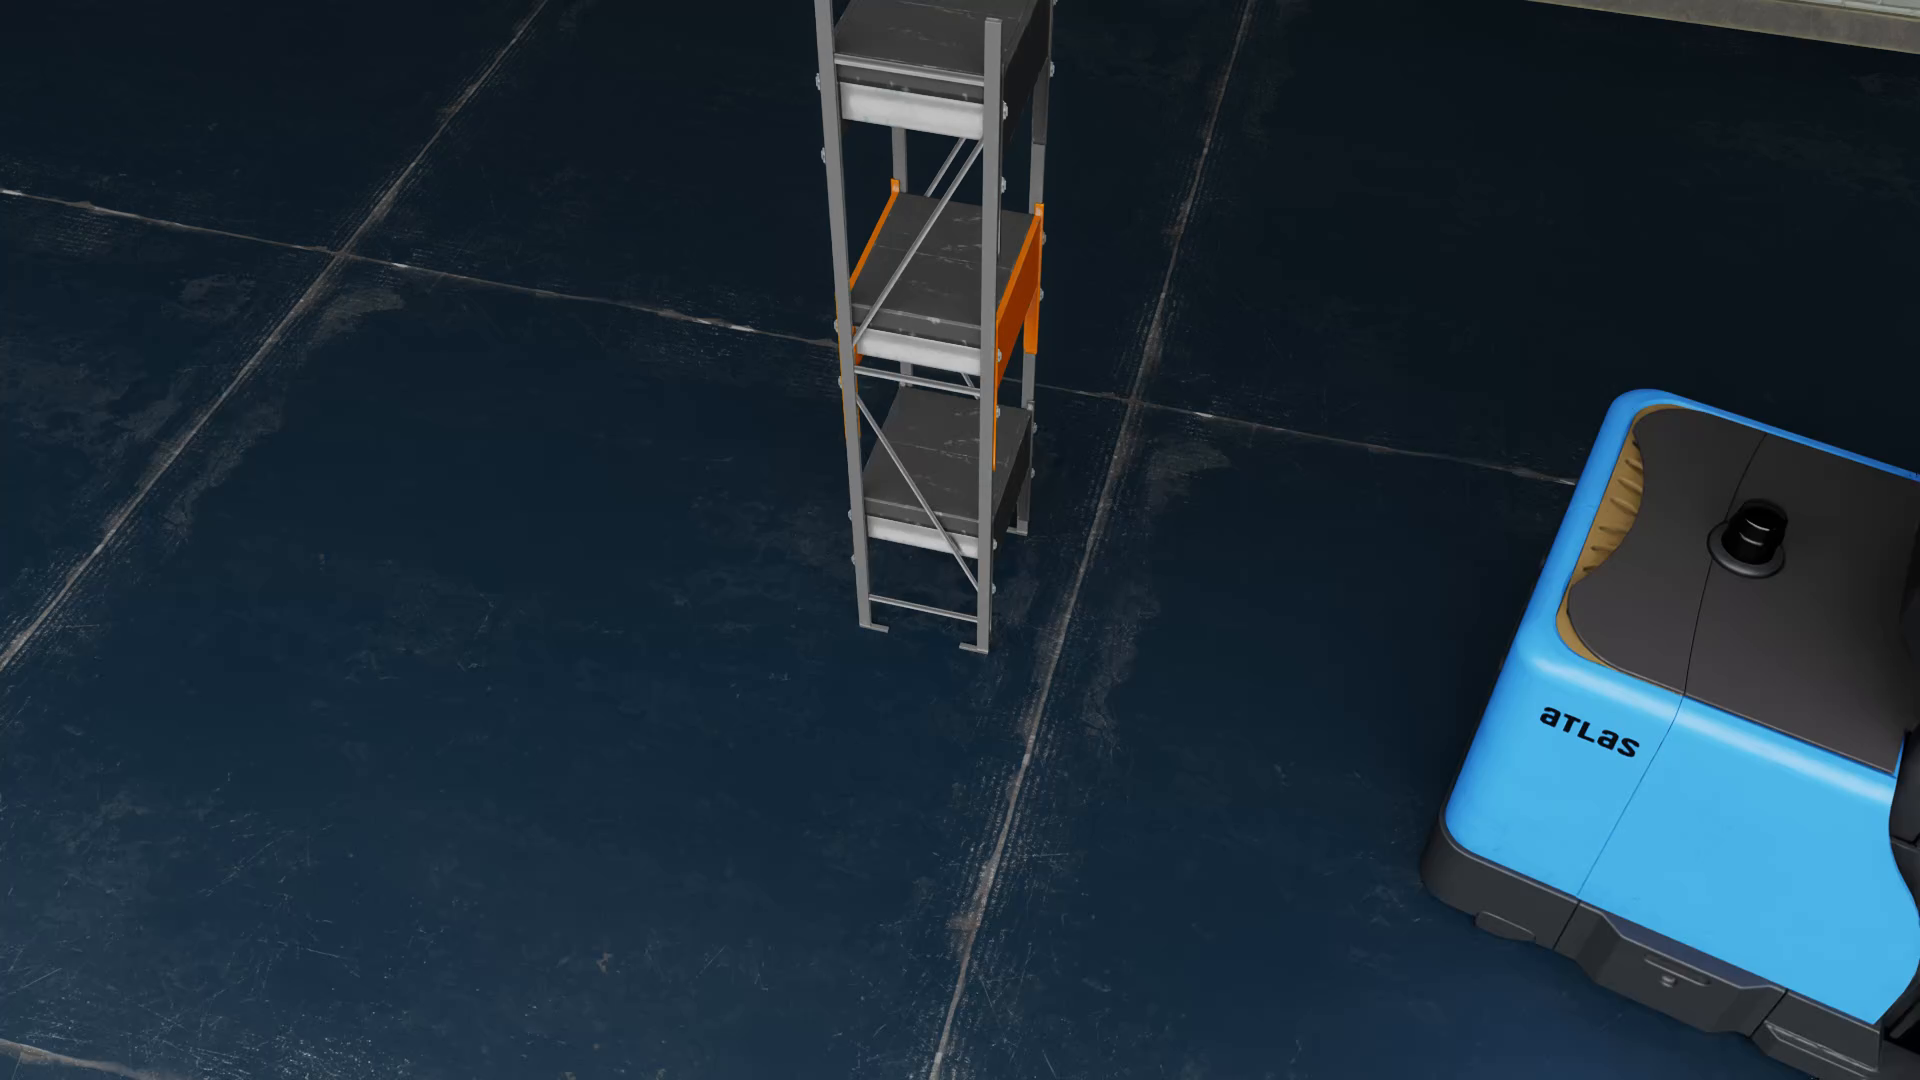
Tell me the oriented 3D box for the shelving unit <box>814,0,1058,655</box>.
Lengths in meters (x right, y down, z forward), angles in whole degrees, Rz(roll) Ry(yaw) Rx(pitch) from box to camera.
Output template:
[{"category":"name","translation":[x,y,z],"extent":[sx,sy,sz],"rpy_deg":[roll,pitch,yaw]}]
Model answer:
[{"category":"shelving unit","translation":[-0.044,-0.575,4.357],"extent":[0.431,2.100,0.503],"rpy_deg":[12,50,10]}]

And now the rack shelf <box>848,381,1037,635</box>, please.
[{"category":"rack shelf","translation":[-0.044,-0.103,4.892],"extent":[0.431,0.518,0.480],"rpy_deg":[12,50,10]}]

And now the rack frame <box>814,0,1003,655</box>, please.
[{"category":"rack frame","translation":[-0.108,-0.399,4.201],"extent":[0.400,2.100,0.015],"rpy_deg":[12,50,10]}]

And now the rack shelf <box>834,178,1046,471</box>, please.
[{"category":"rack shelf","translation":[-0.044,-0.566,4.367],"extent":[0.431,0.518,0.480],"rpy_deg":[12,50,10]}]

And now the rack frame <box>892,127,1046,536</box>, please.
[{"category":"rack frame","translation":[0.021,-0.752,4.513],"extent":[0.400,2.100,0.015],"rpy_deg":[12,50,10]}]

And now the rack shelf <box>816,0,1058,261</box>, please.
[{"category":"rack shelf","translation":[-0.044,-1.029,3.842],"extent":[0.431,0.518,0.480],"rpy_deg":[12,50,10]}]

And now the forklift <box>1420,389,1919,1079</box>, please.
[{"category":"forklift","translation":[2.755,0.184,3.133],"extent":[3.031,2.935,1.130],"rpy_deg":[22,52,18]}]
